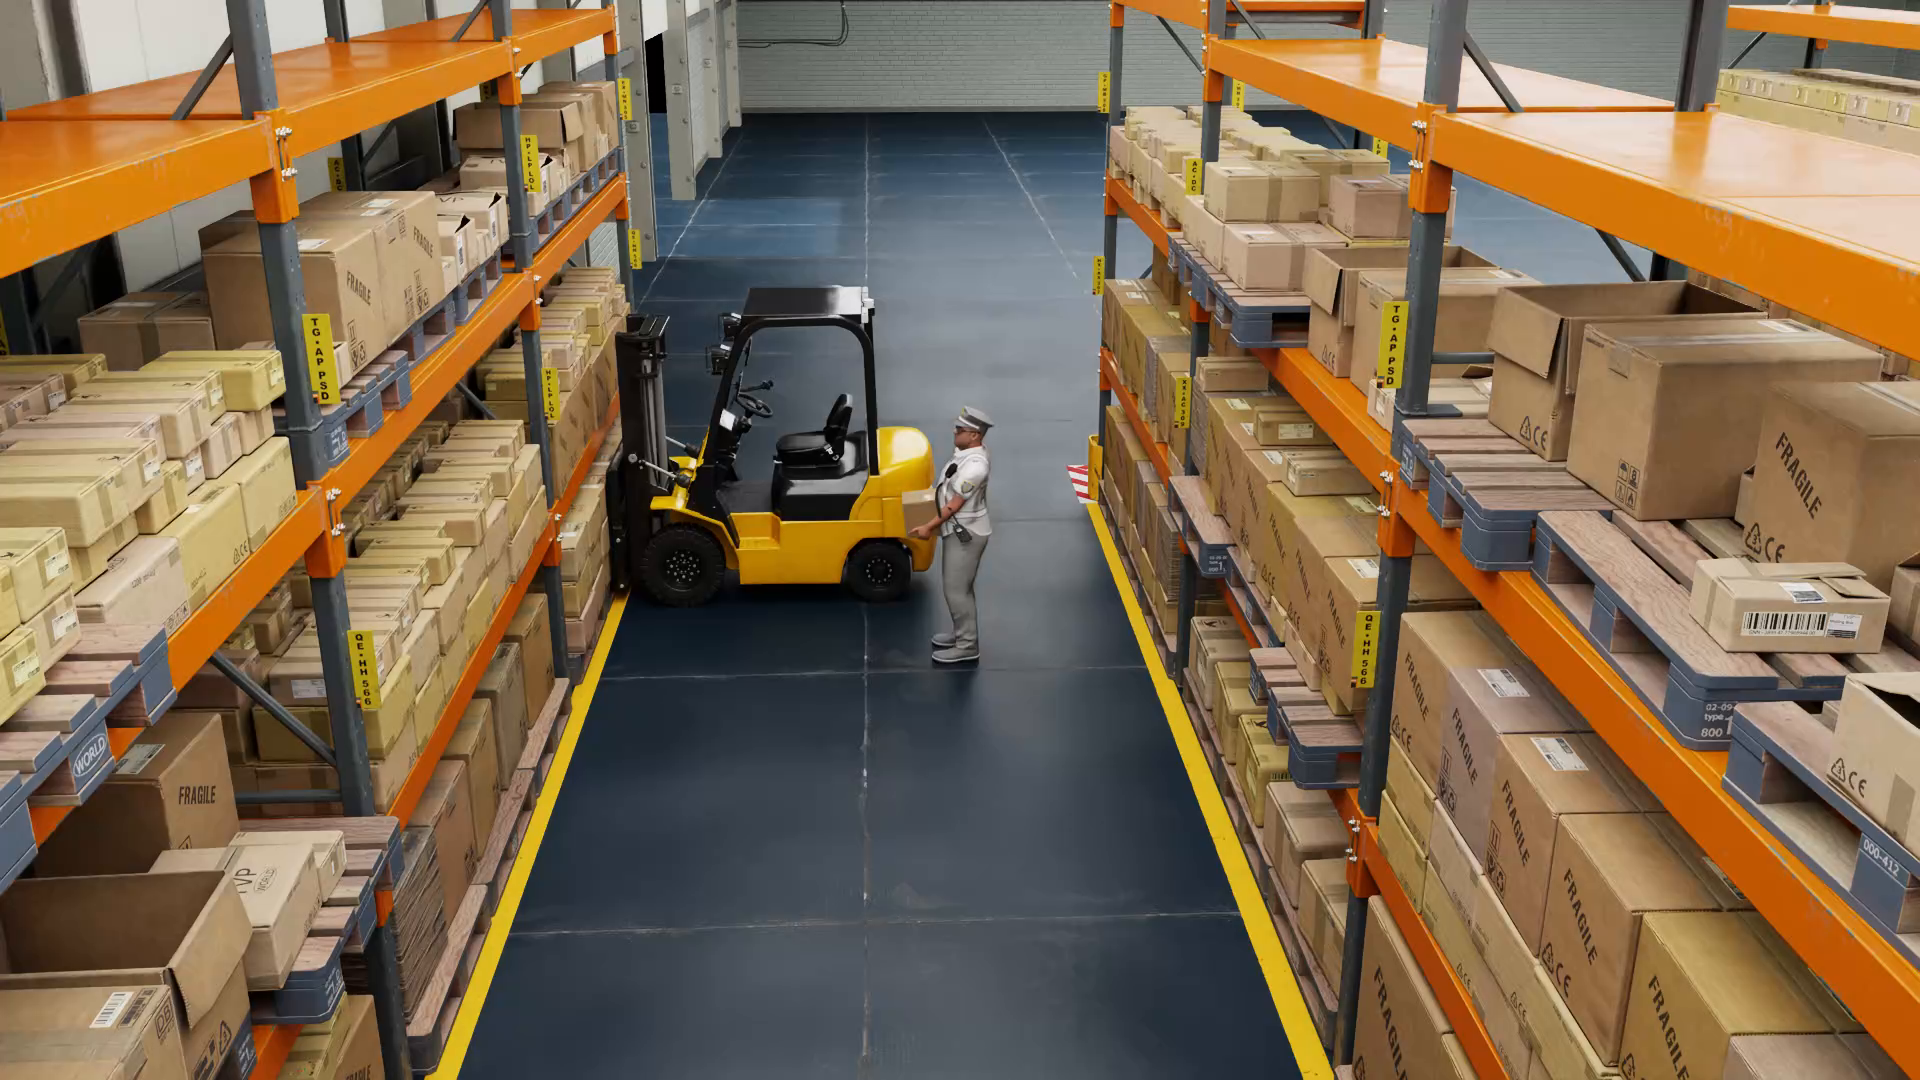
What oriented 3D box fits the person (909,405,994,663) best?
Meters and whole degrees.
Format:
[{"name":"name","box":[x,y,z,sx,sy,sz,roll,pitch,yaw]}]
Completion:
[{"name":"person","box":[-0.060,-0.053,11.180,0.573,1.767,0.494,-1,20,-3]}]
